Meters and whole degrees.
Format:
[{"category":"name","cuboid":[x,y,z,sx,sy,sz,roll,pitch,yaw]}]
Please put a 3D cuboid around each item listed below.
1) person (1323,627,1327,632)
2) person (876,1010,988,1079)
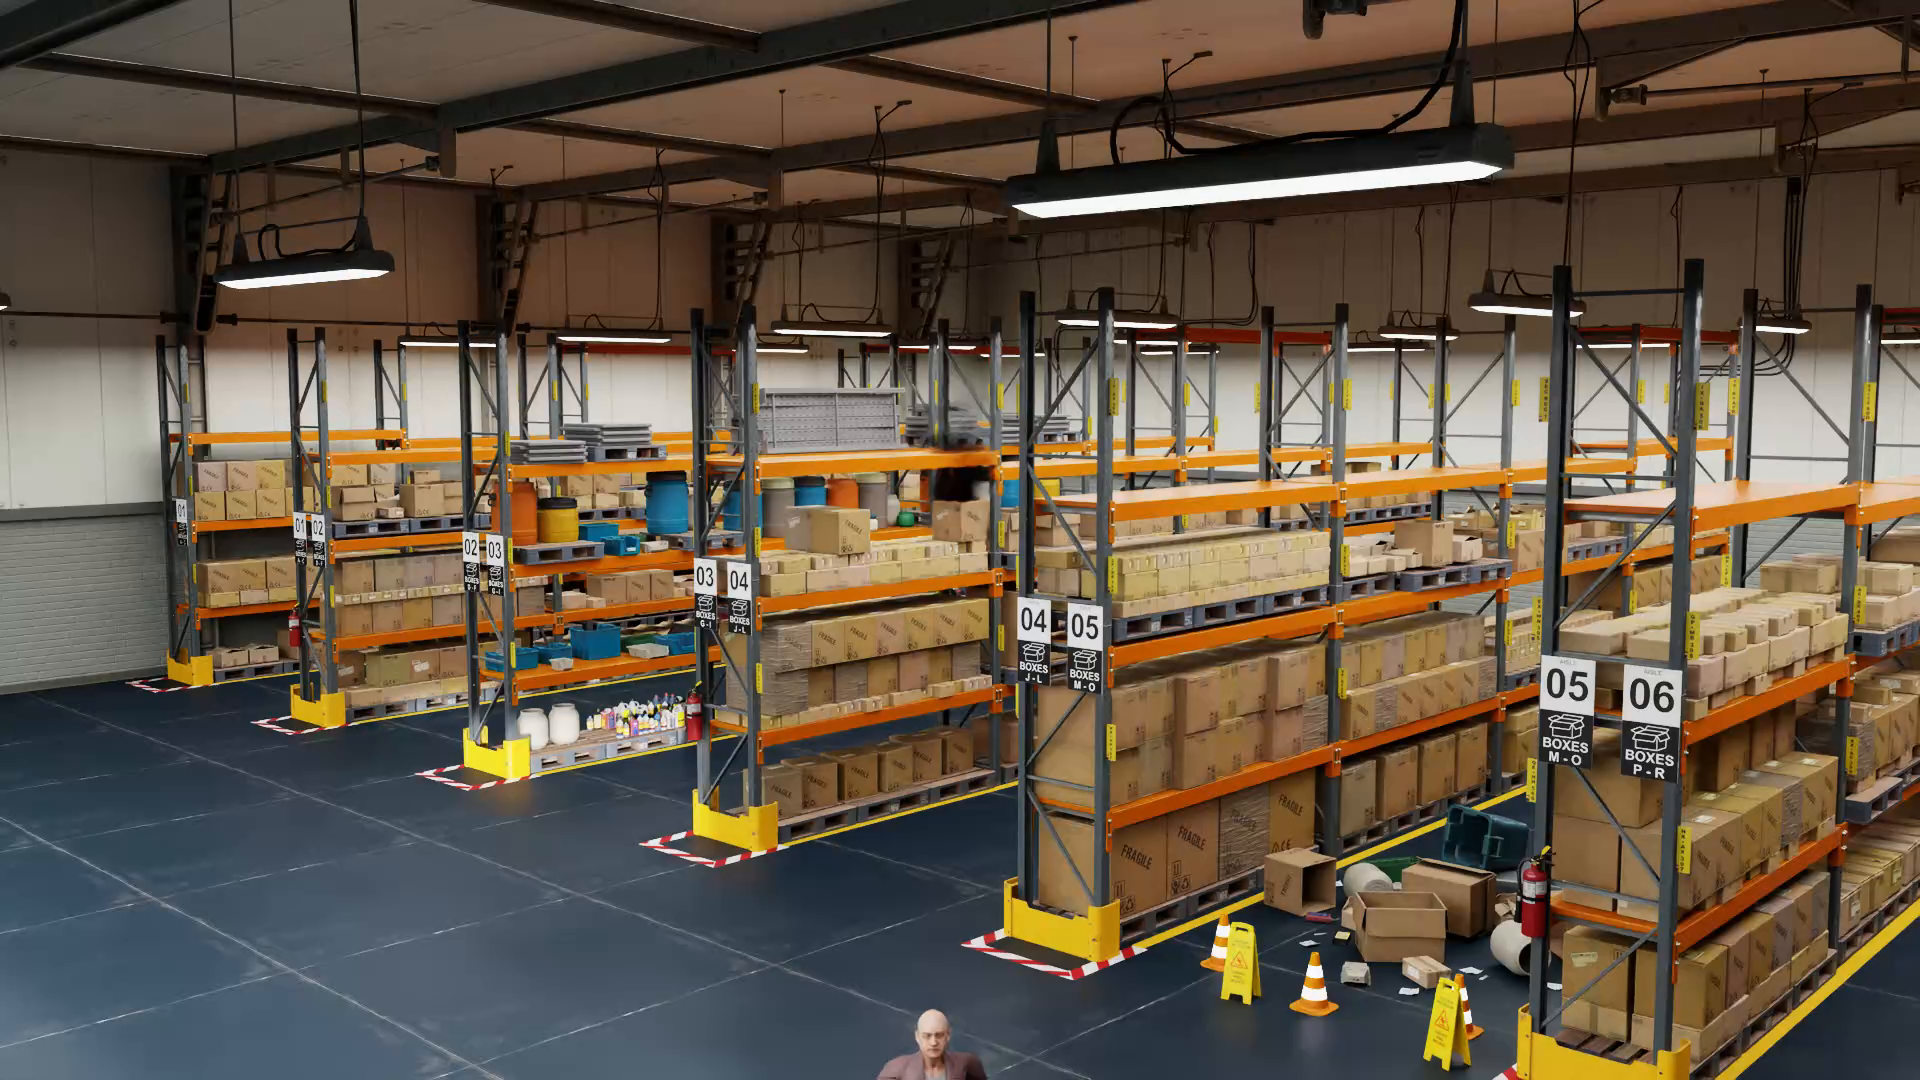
[{"category":"person","cuboid":[5.434,2.059,24.579,0.544,1.572,0.864,4,7,35]},{"category":"person","cuboid":[-0.156,3.433,9.095,0.720,1.738,0.920,-1,5,-8]}]
